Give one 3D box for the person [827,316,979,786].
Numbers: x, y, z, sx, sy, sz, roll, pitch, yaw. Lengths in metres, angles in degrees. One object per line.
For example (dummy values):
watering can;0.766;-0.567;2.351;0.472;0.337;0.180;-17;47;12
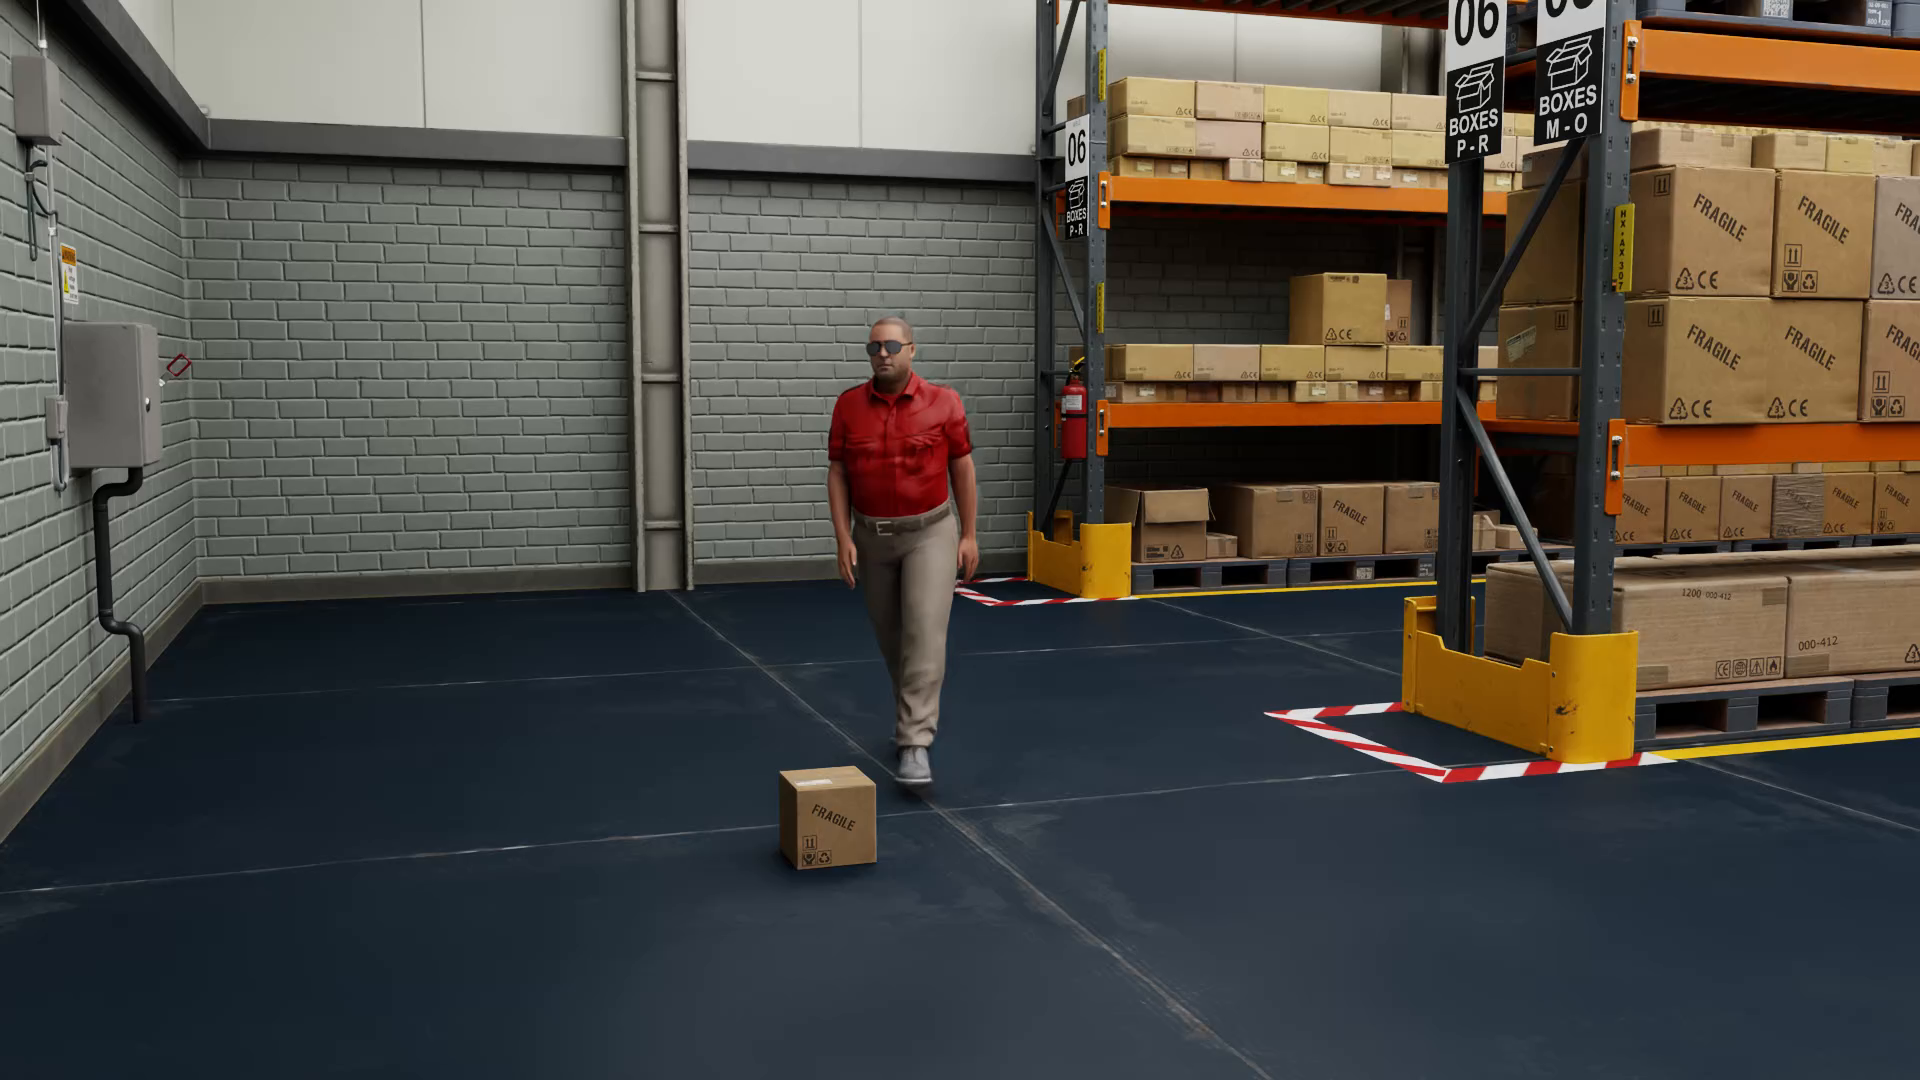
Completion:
person;-0.241;0.003;6.240;0.544;1.670;0.979;2;6;16
